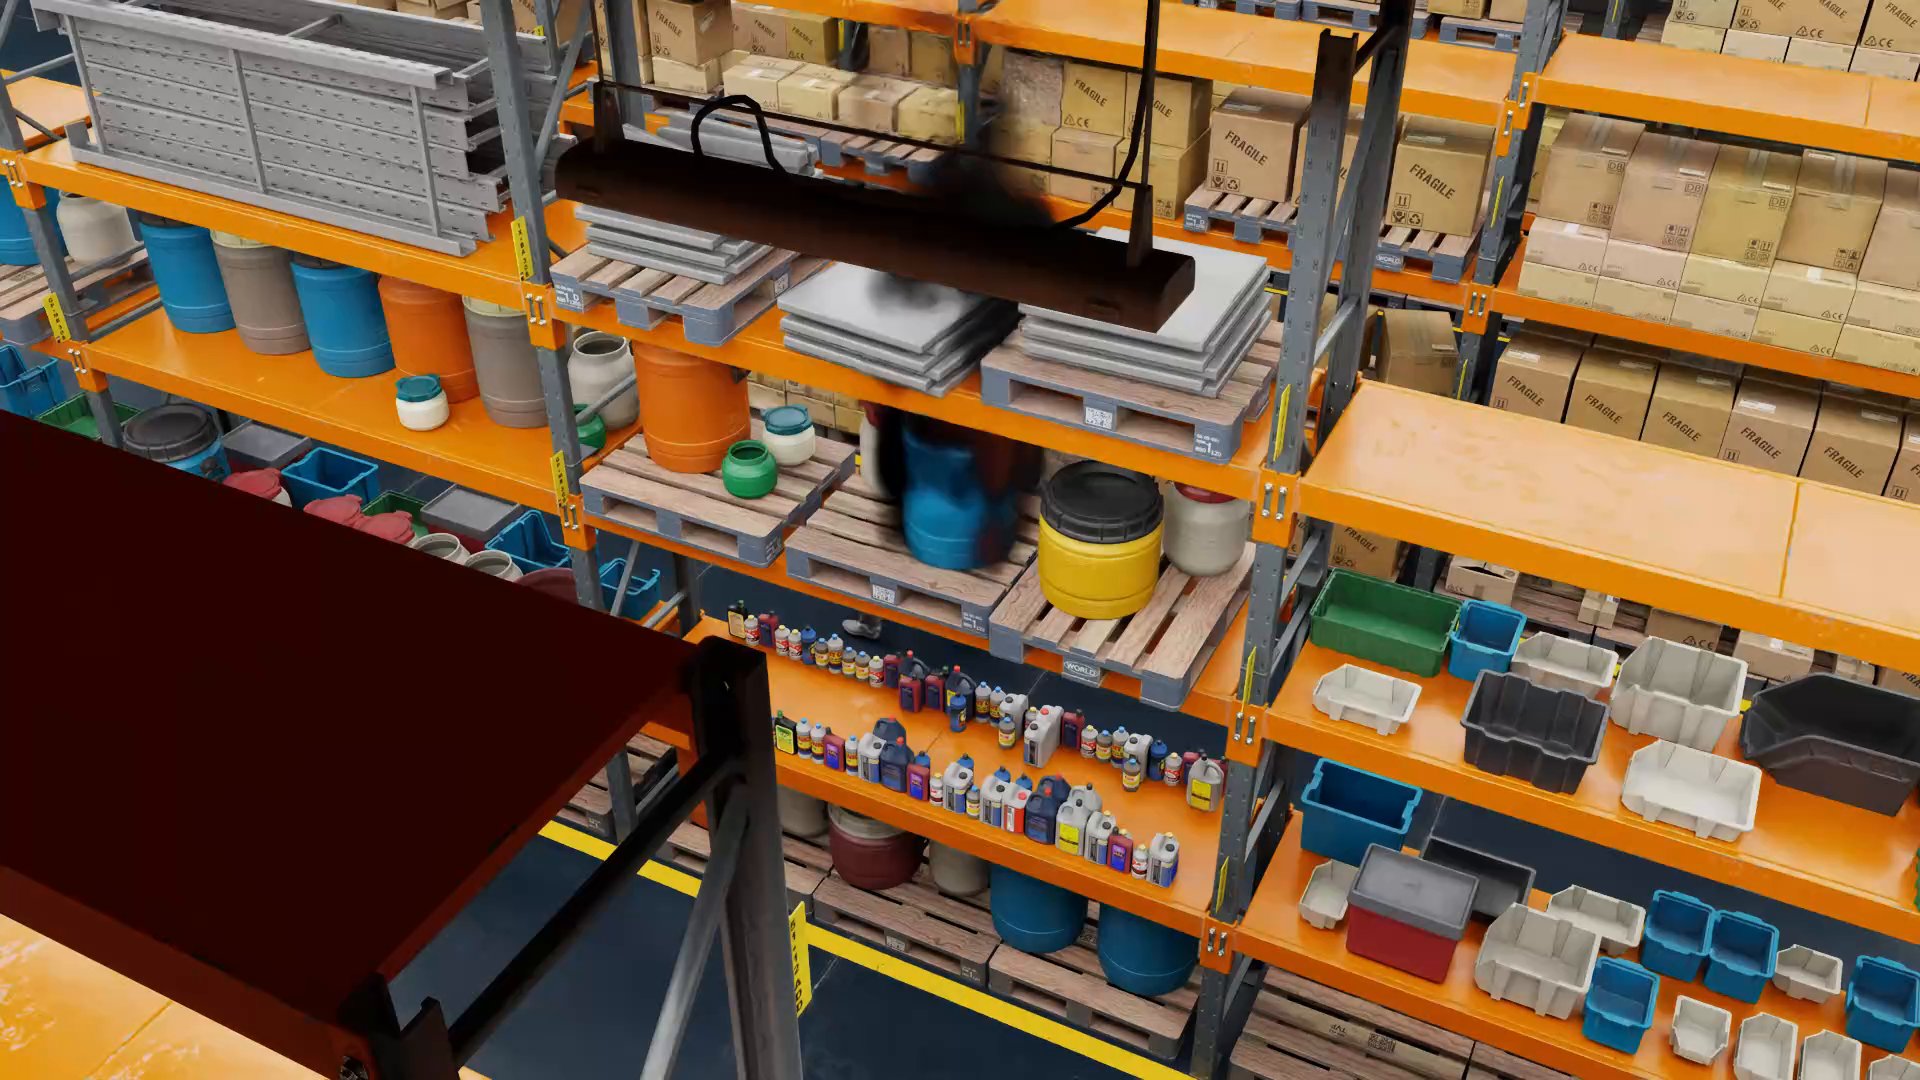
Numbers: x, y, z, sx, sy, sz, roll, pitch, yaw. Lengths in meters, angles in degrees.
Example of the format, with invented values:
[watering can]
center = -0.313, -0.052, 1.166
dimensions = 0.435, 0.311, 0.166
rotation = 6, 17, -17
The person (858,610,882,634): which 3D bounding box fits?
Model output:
[person]
center = -0.524, 0.021, 12.286
dimensions = 0.675, 1.669, 0.714
rotation = 13, 37, 17
